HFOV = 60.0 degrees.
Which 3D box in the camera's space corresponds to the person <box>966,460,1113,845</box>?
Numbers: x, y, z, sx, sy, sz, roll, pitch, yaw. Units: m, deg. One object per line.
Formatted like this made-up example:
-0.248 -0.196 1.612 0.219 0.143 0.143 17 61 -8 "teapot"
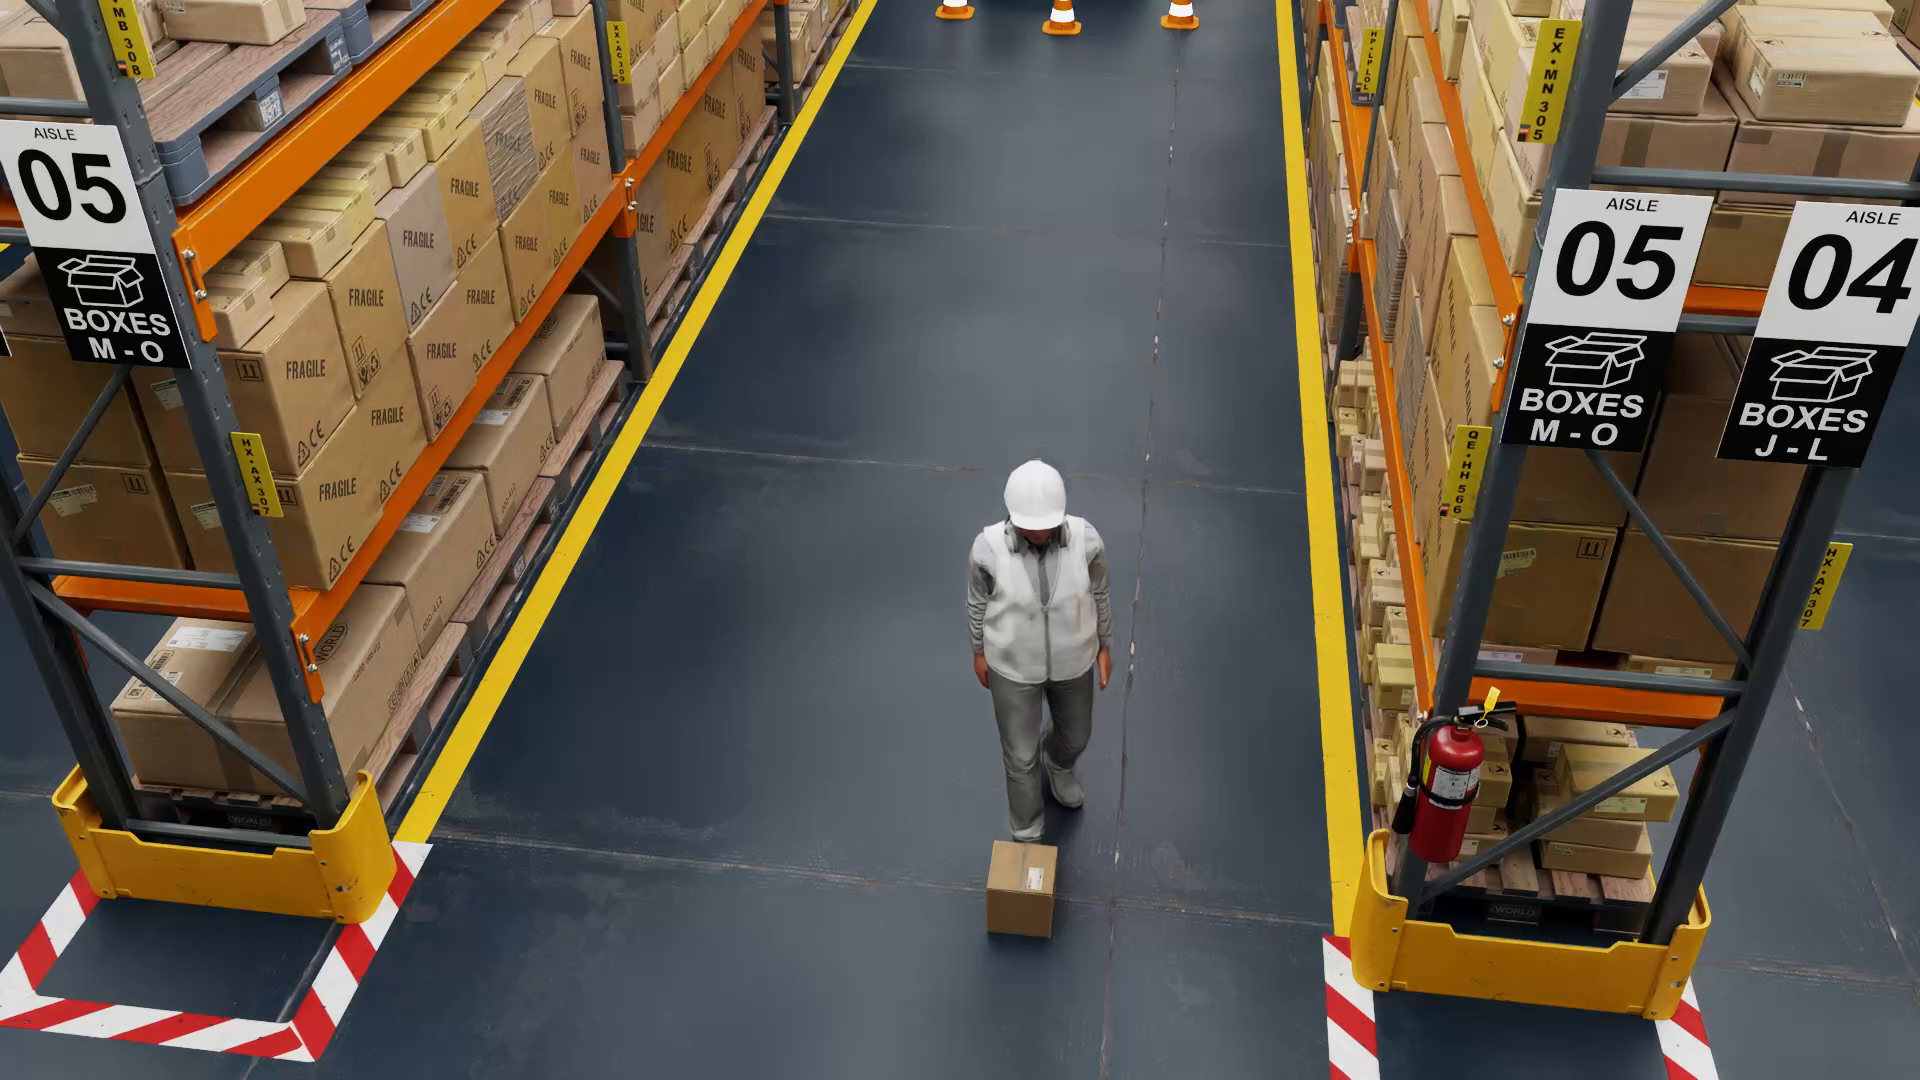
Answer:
0.319 0.477 6.348 0.561 1.768 0.698 -5 36 -7 "person"
